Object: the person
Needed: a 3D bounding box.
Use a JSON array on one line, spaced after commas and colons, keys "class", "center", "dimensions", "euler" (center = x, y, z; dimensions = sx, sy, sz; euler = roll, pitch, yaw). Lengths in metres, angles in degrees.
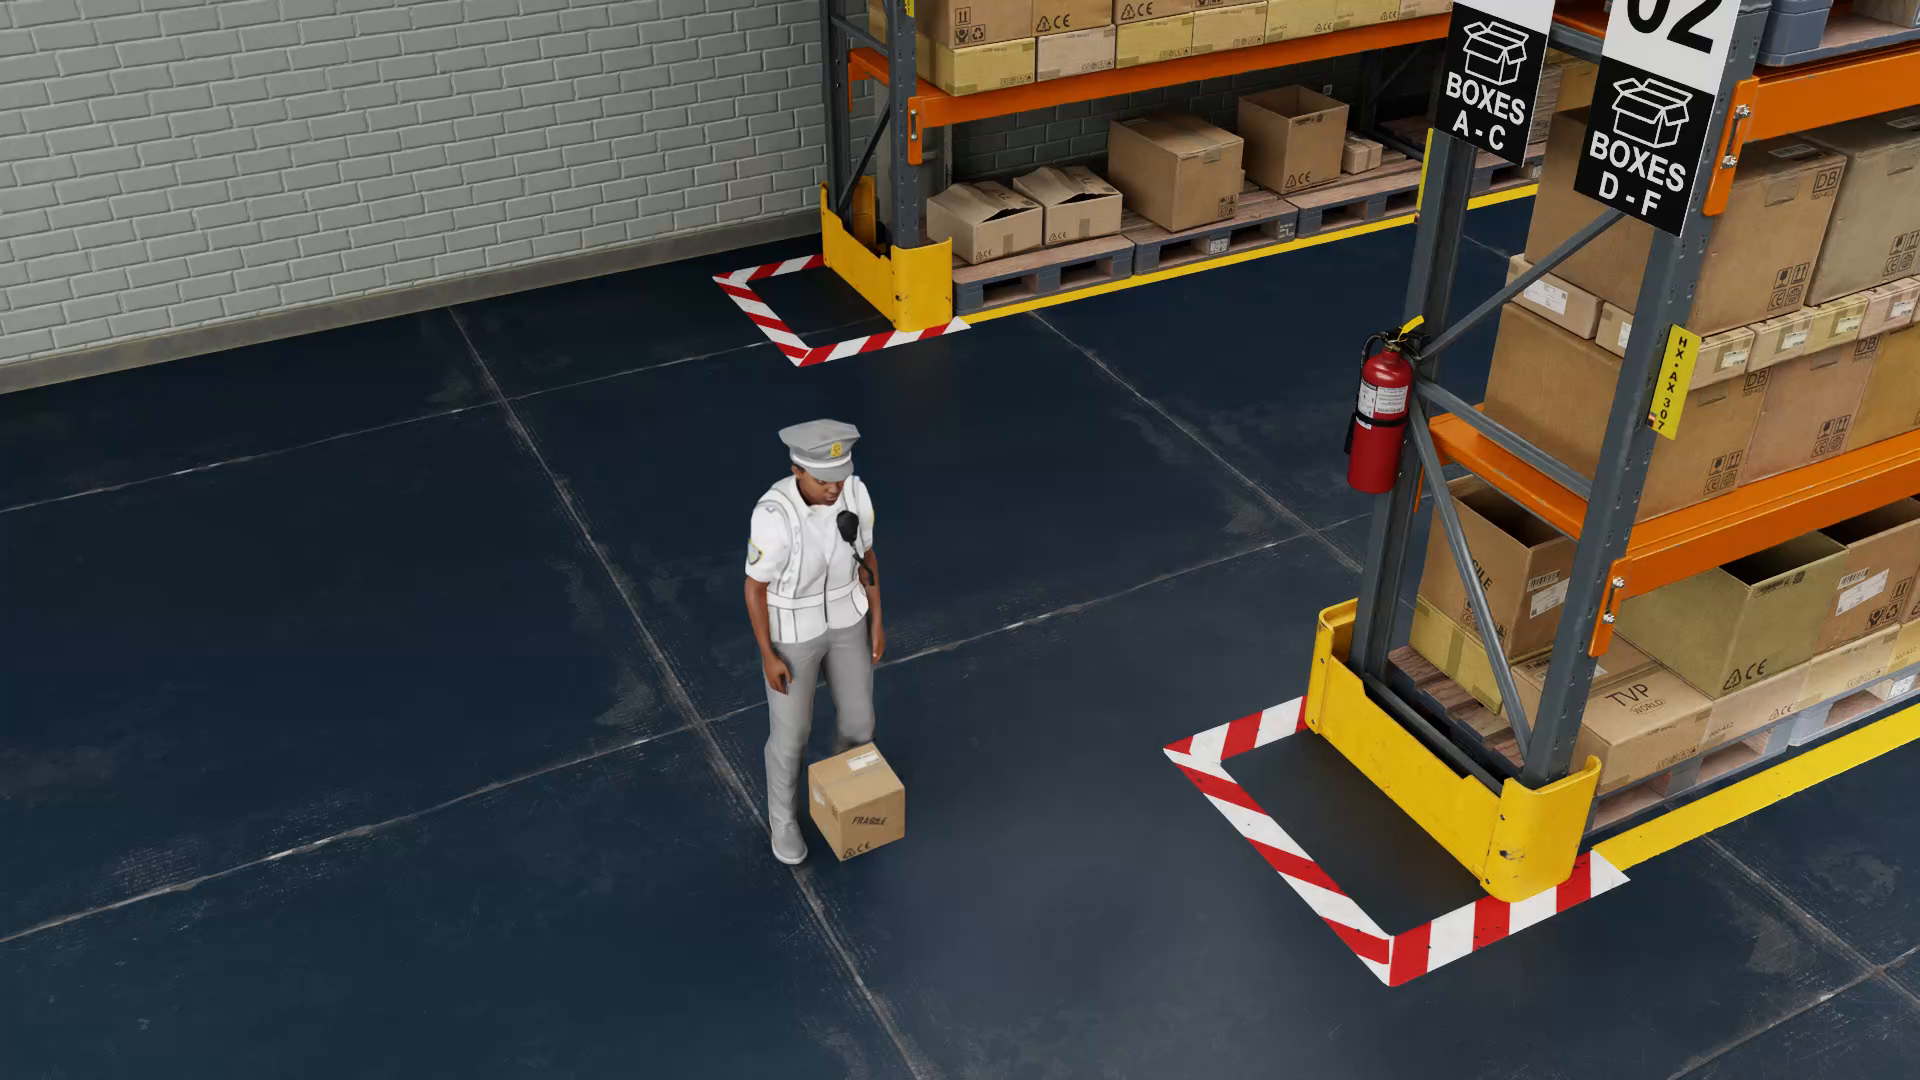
[{"class": "person", "center": [-0.489, 0.321, 5.646], "dimensions": [0.500, 1.664, 0.378], "euler": [-17, 37, -24]}]
